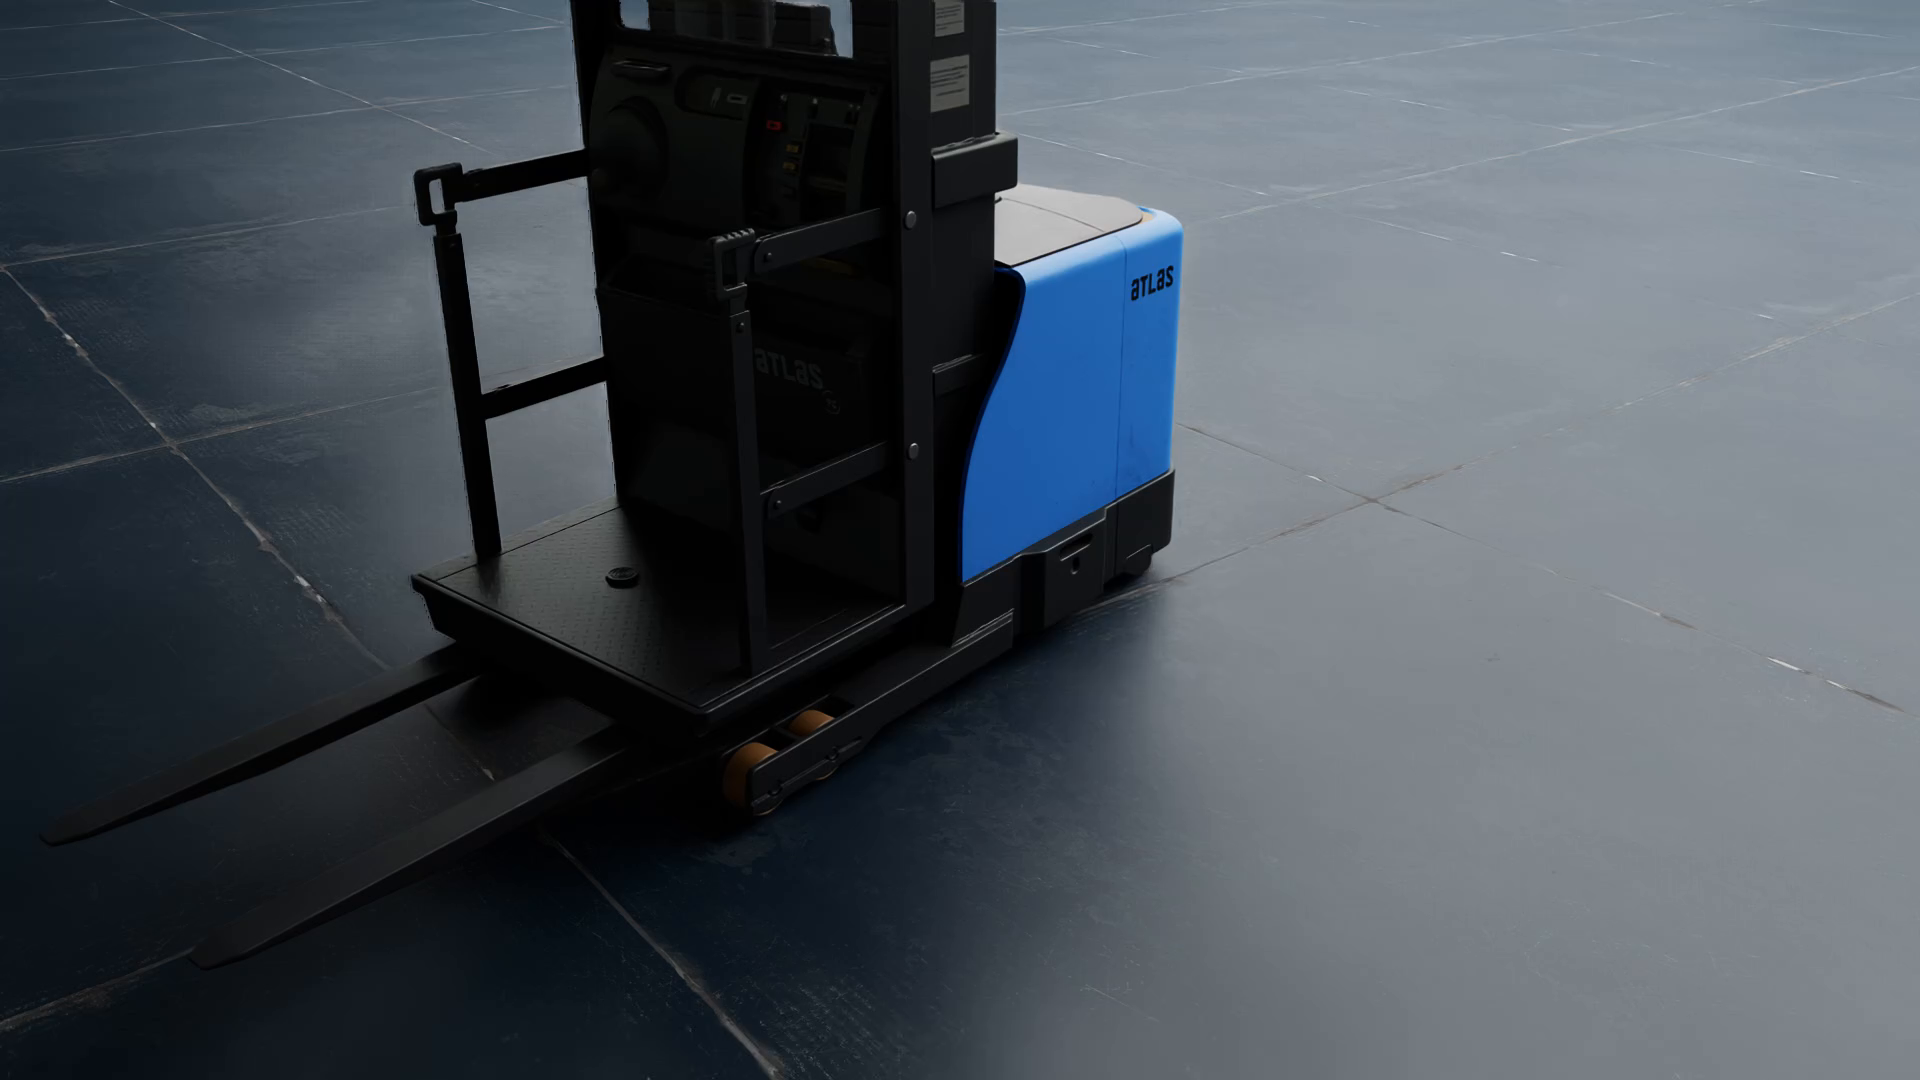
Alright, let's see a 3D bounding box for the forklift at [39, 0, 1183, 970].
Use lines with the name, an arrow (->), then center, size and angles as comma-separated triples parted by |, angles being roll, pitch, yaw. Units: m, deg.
forklift -> -0.677, -0.926, 3.763 | 1.130, 2.935, 3.031 | 19, 31, 35
